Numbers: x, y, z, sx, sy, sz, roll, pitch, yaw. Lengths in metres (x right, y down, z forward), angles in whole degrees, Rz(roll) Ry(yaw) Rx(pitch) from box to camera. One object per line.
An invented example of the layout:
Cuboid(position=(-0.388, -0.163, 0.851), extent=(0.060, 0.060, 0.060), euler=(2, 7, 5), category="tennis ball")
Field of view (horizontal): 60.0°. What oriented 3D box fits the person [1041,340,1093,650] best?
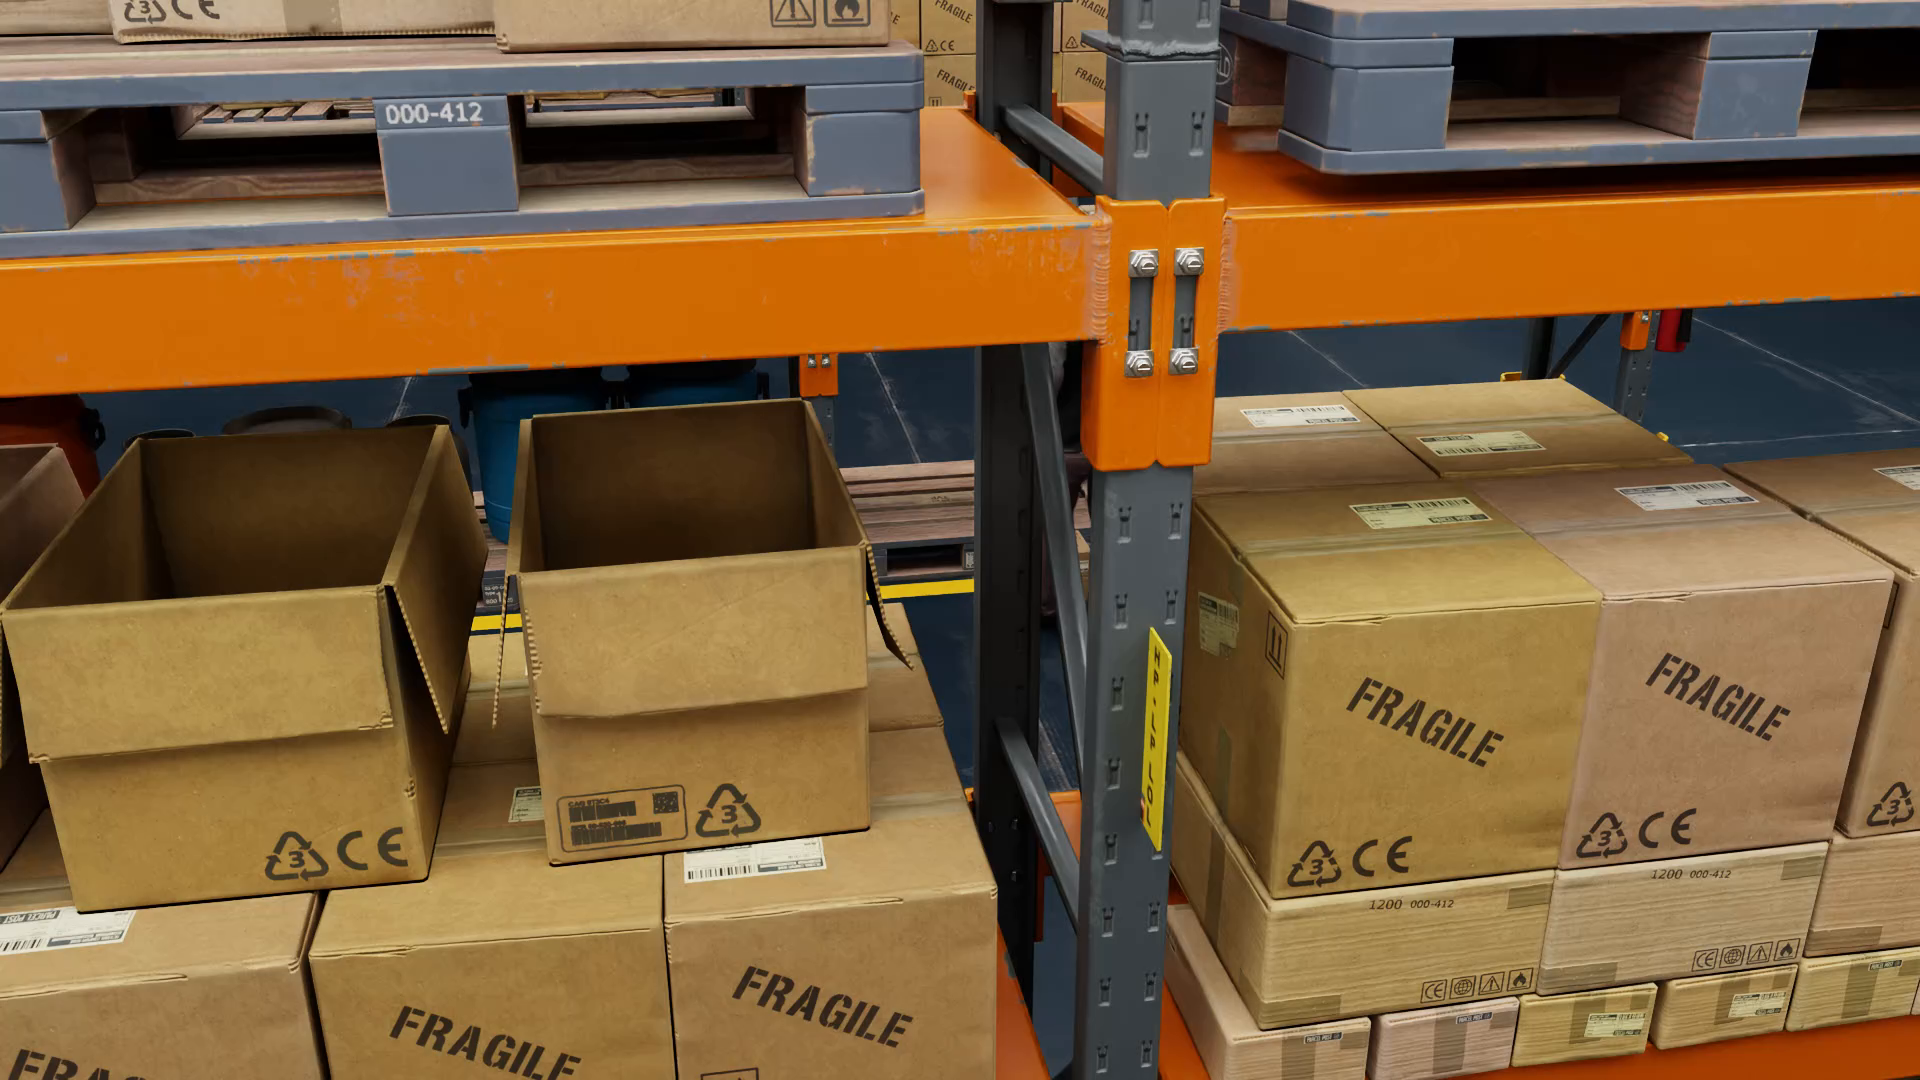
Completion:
Cuboid(position=(0.513, -0.331, 6.999), extent=(0.563, 1.656, 0.453), euler=(-4, 23, -9), category="person")
